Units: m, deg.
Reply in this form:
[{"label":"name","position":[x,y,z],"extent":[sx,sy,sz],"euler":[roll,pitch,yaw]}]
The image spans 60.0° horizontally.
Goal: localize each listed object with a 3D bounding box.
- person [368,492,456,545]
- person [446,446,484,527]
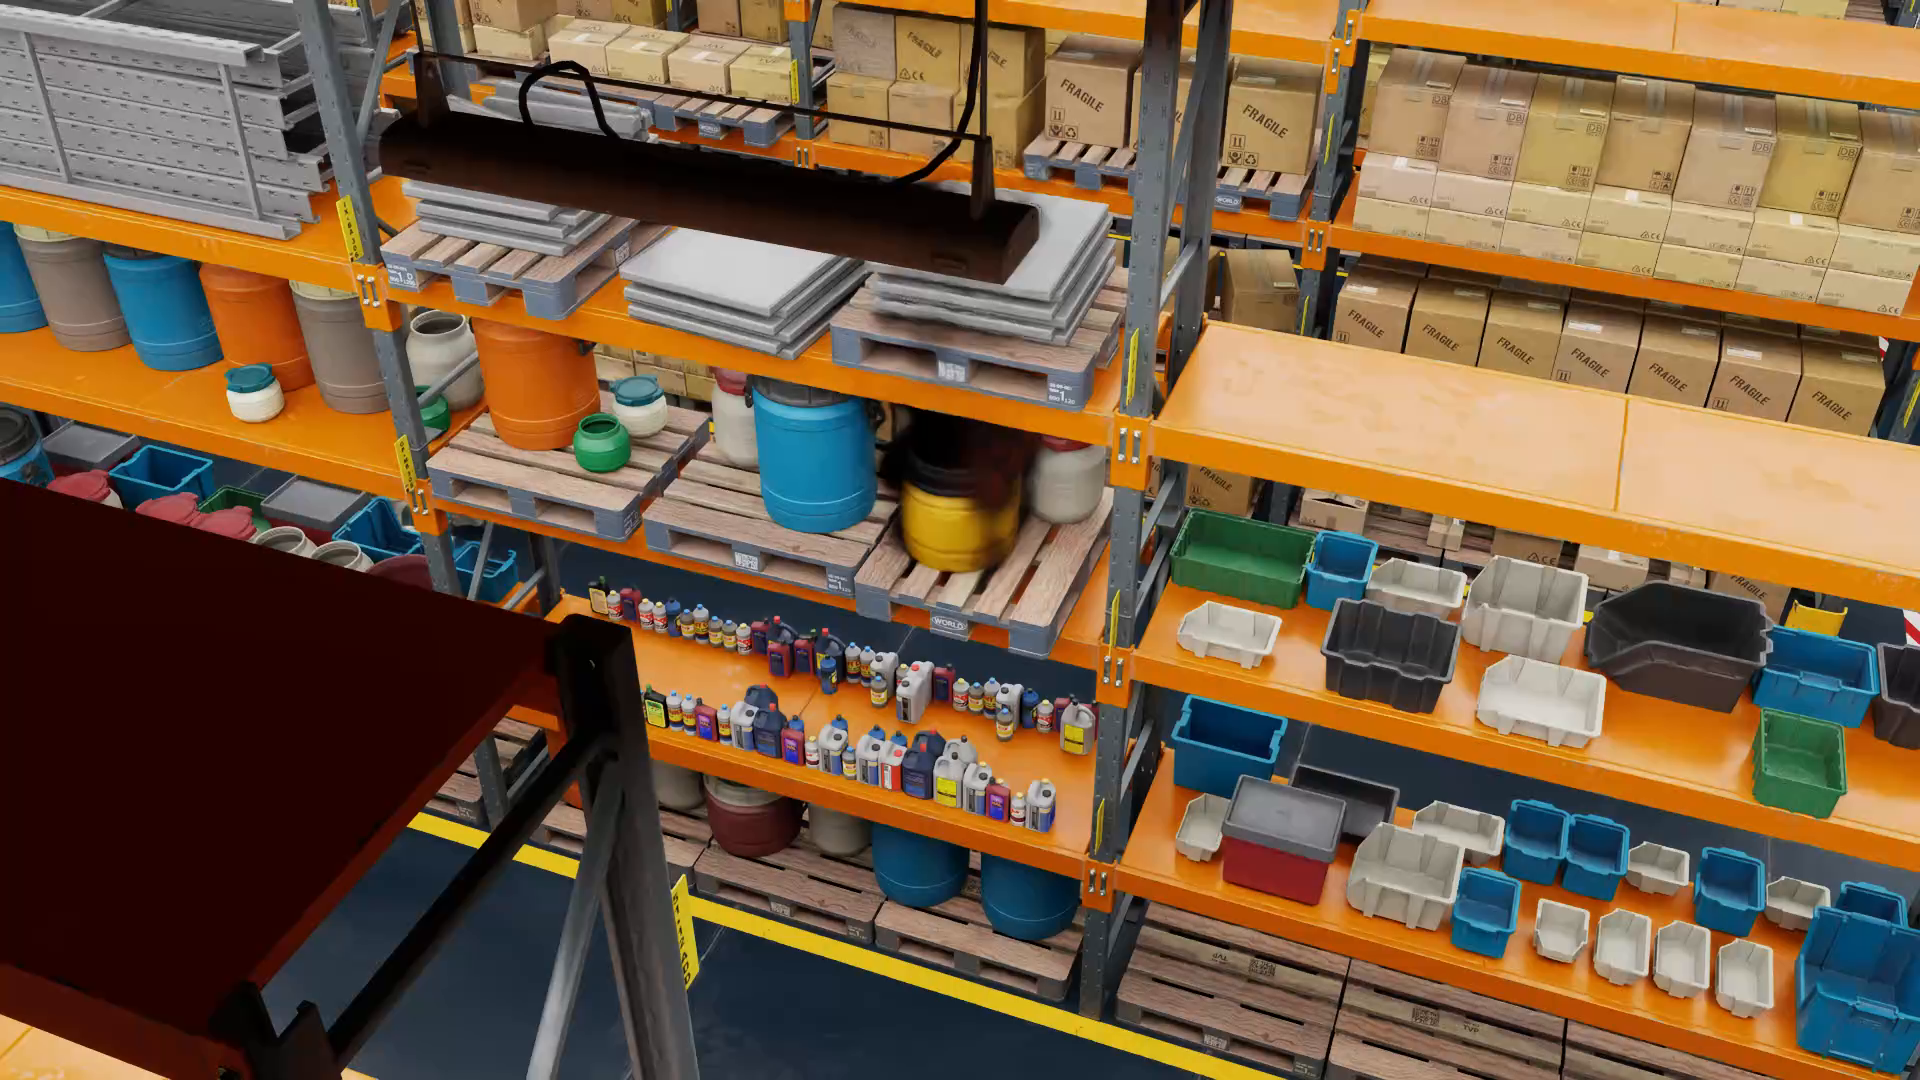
[{"label":"person","position":[-4.187,-0.377,12.479],"extent":[0.761,1.750,0.685],"euler":[9,37,12]},{"label":"person","position":[-4.194,-0.840,13.052],"extent":[0.651,1.770,0.682],"euler":[4,37,6]}]
